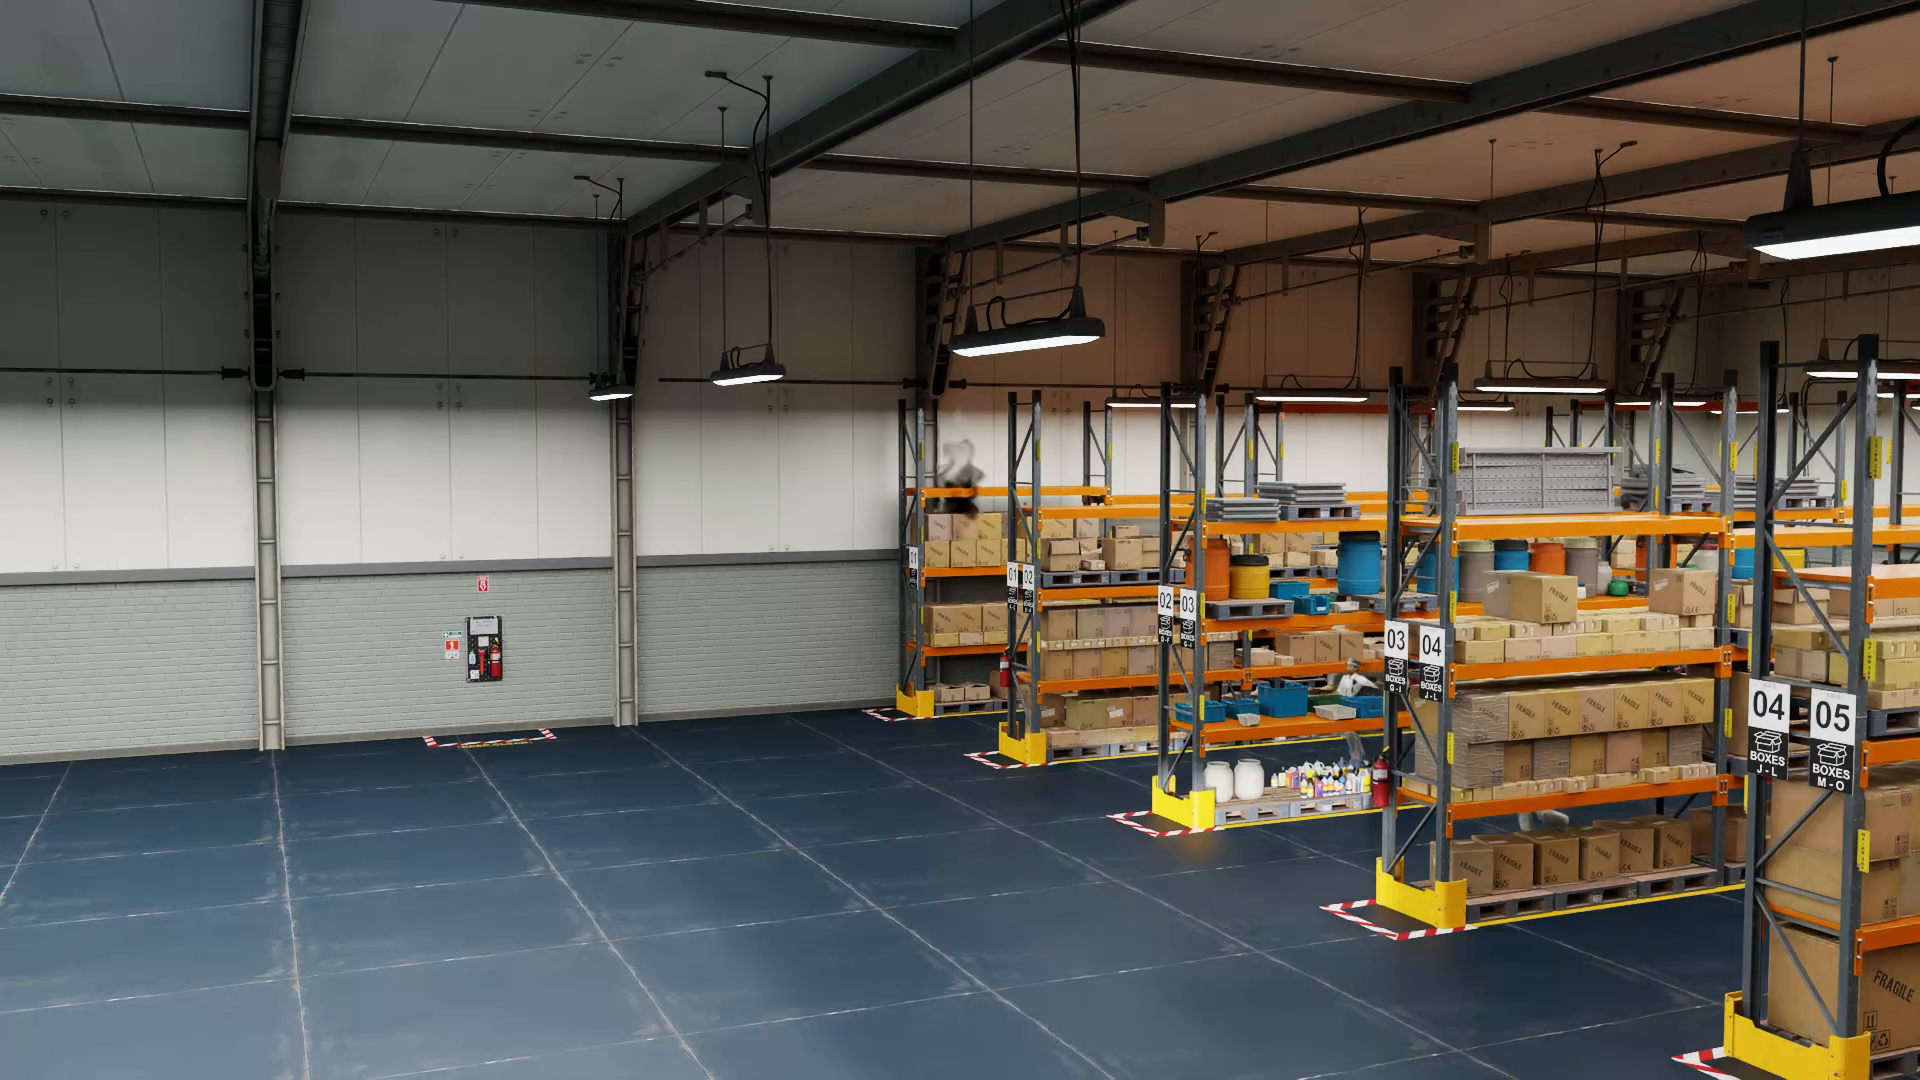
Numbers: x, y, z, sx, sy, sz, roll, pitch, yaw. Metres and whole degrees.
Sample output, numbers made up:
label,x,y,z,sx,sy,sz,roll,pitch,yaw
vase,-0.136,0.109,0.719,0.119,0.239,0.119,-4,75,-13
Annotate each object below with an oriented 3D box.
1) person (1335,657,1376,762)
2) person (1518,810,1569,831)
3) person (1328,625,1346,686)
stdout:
label,x,y,z,sx,sy,sz,roll,pitch,yaw
person,6.313,2.758,26.770,0.710,1.744,0.595,-2,4,-31
person,7.362,3.058,21.098,0.826,1.735,0.715,-2,4,-32
person,7.128,2.449,31.530,0.569,1.721,0.674,-1,4,-21
